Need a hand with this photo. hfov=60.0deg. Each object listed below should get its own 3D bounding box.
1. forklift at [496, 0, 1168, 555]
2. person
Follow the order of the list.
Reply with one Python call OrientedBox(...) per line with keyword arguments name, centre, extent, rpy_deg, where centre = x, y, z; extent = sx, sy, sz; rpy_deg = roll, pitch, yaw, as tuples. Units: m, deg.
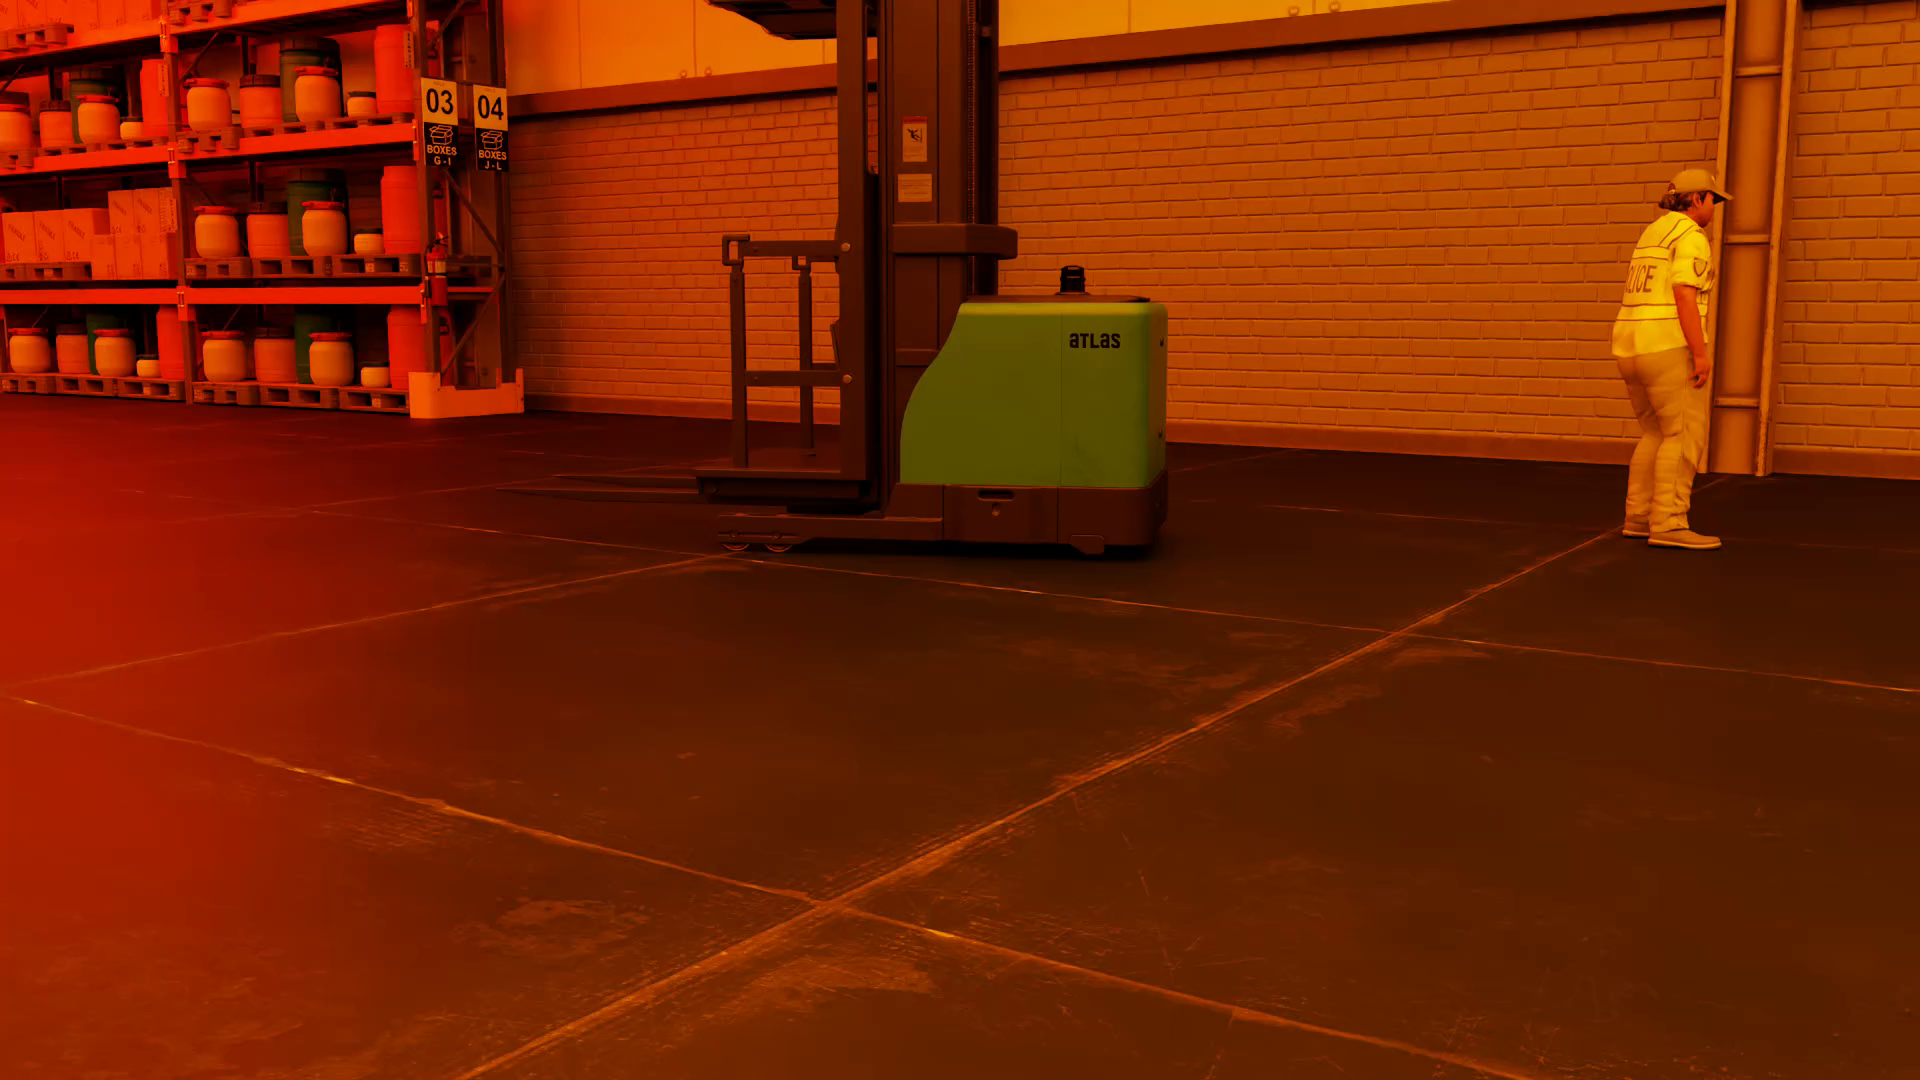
OrientedBox(name="forklift", centre=(-0.596, -1.469, 7.520), extent=(3.031, 2.935, 1.130), rpy_deg=(2, 8, 12))
OrientedBox(name="person", centre=(3.195, -0.817, 7.442), extent=(0.465, 1.667, 0.565), rpy_deg=(0, 8, -1))
